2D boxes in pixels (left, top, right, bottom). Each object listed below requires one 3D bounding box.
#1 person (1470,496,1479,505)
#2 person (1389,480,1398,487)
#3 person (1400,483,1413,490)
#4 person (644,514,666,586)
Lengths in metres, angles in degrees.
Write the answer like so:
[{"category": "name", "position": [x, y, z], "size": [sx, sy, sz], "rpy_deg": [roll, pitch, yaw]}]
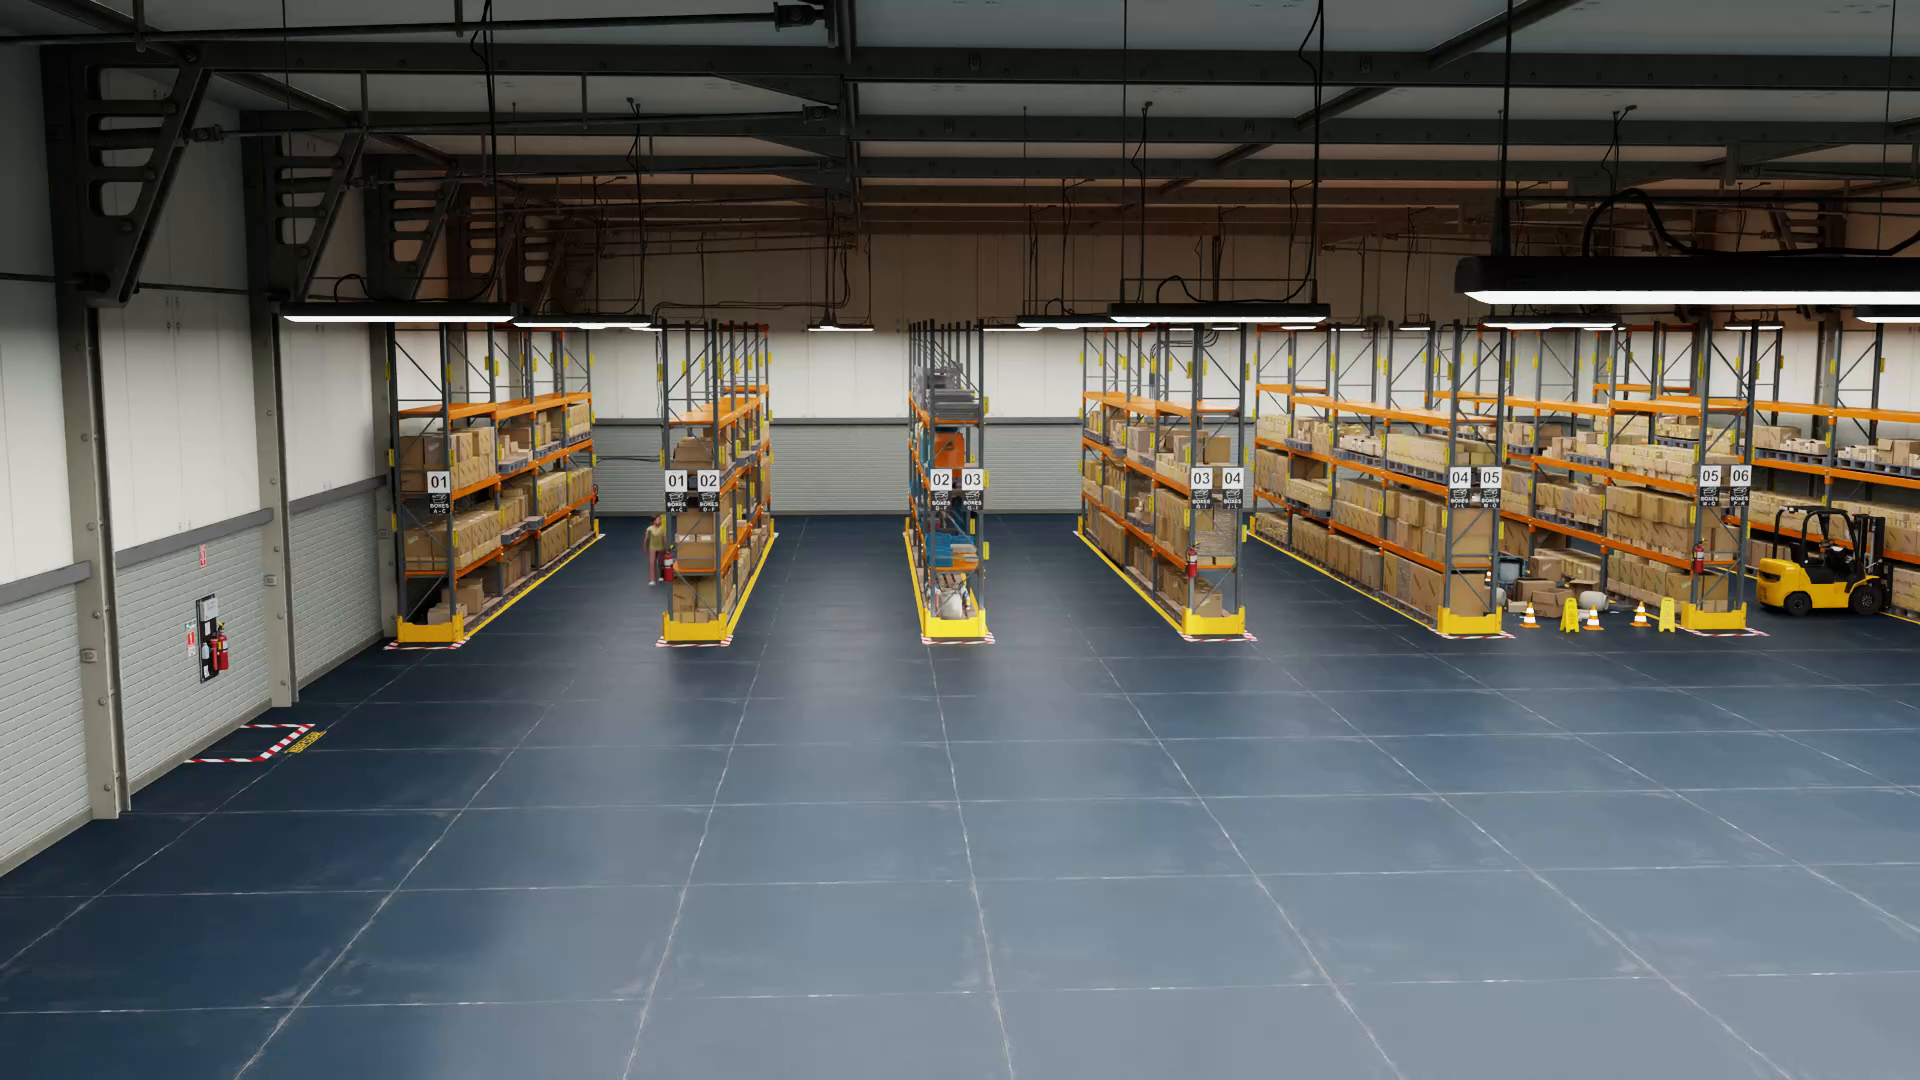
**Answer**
[{"category": "person", "position": [12.615, -0.194, 40.780], "size": [0.419, 1.791, 0.595], "rpy_deg": [2, 7, 16]}, {"category": "person", "position": [12.066, -0.830, 46.387], "size": [0.346, 1.681, 0.464], "rpy_deg": [2, 7, 18]}, {"category": "person", "position": [14.031, -1.565, 52.156], "size": [0.856, 1.689, 0.568], "rpy_deg": [-1, 7, -12]}, {"category": "person", "position": [-6.925, 0.217, 37.990], "size": [0.600, 1.615, 1.039], "rpy_deg": [0, 7, -4]}]
